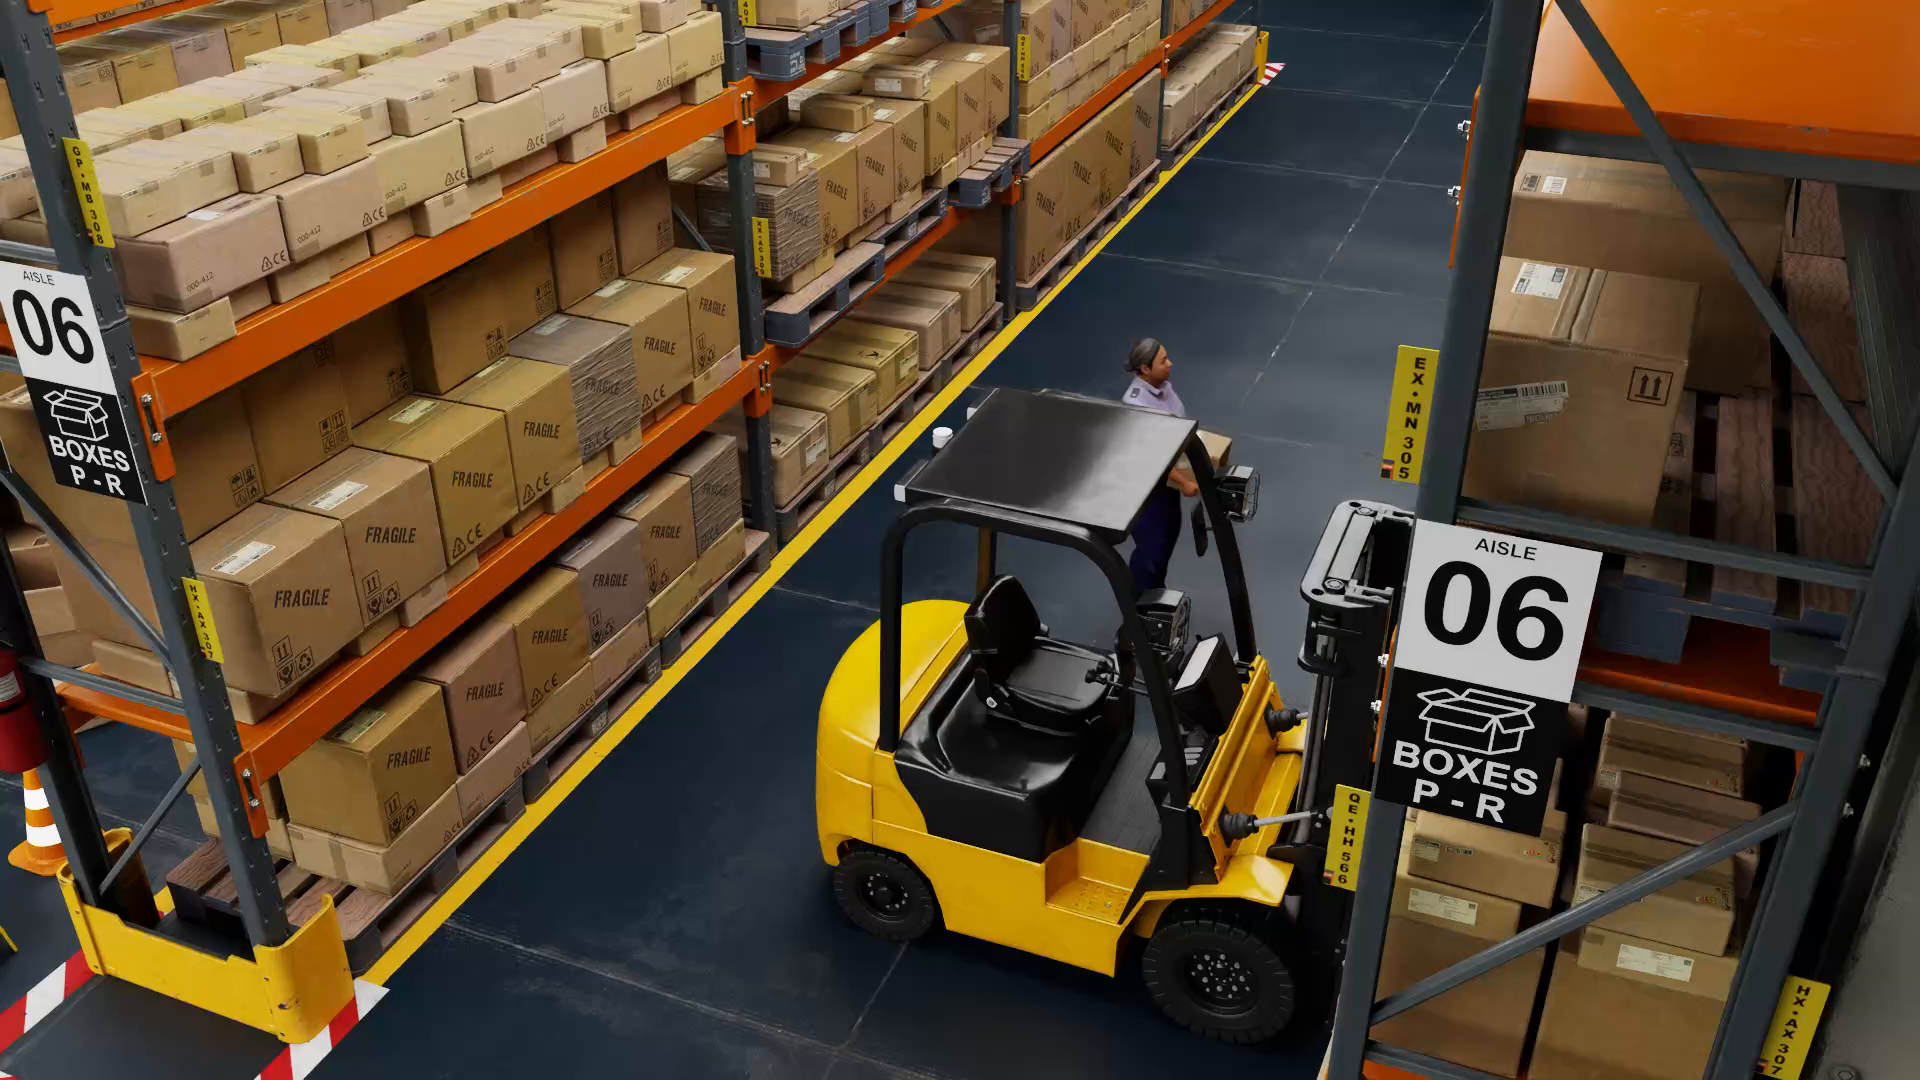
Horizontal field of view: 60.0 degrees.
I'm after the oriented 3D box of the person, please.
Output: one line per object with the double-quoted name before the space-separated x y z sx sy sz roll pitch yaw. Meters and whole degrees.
"person" 1.096 -0.291 8.939 0.517 1.624 0.453 12 32 20
